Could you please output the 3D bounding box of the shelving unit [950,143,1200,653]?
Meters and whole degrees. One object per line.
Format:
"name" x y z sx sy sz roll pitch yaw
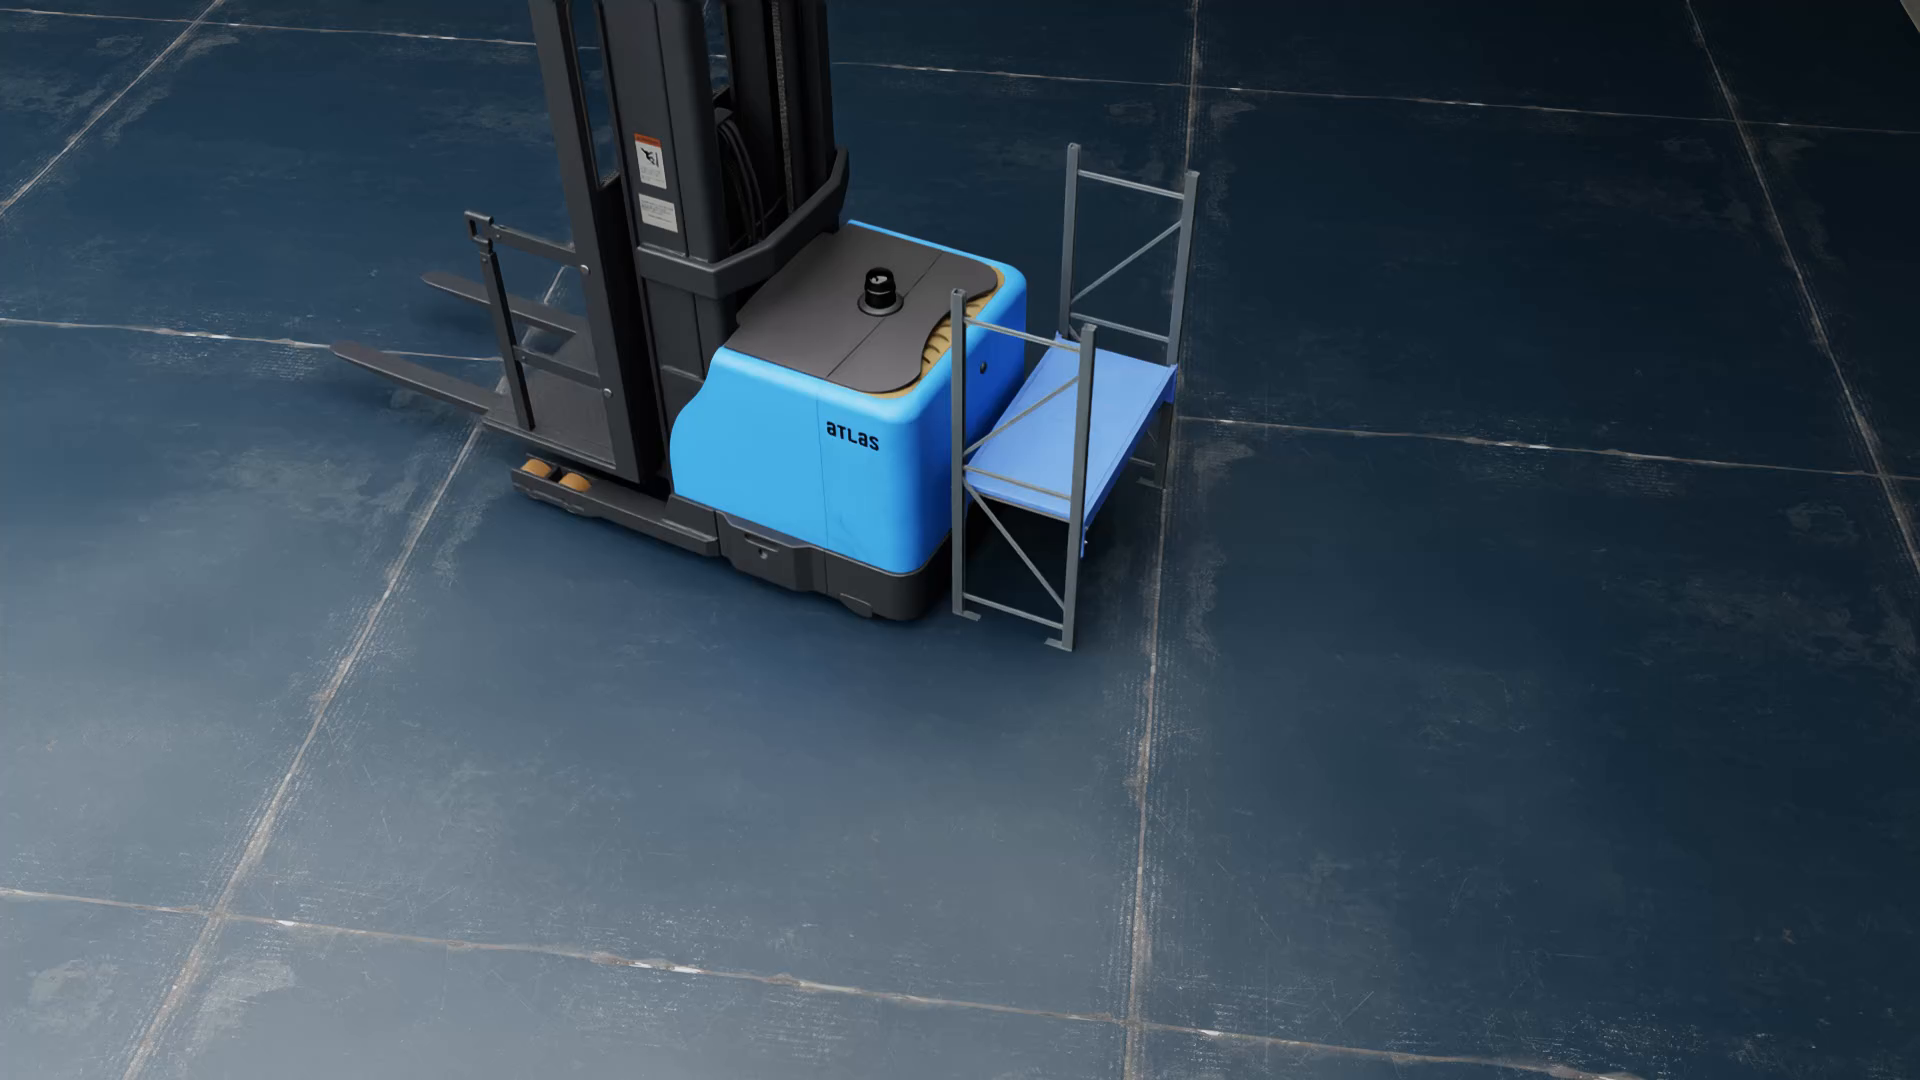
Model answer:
"shelving unit" 0.416 -0.516 6.204 0.538 1.500 1.048 18 46 18

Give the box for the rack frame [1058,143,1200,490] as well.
"rack frame" 0.628 -0.834 6.540 0.500 1.500 0.032 18 46 18

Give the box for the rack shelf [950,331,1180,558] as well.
"rack shelf" 0.415 -0.386 6.328 0.538 0.185 1.000 18 46 18

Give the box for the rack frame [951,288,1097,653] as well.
"rack frame" 0.203 -0.199 5.869 0.500 1.500 0.032 18 46 18

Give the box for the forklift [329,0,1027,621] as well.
"forklift" -1.282 -1.475 6.176 3.031 2.935 1.130 19 47 19
